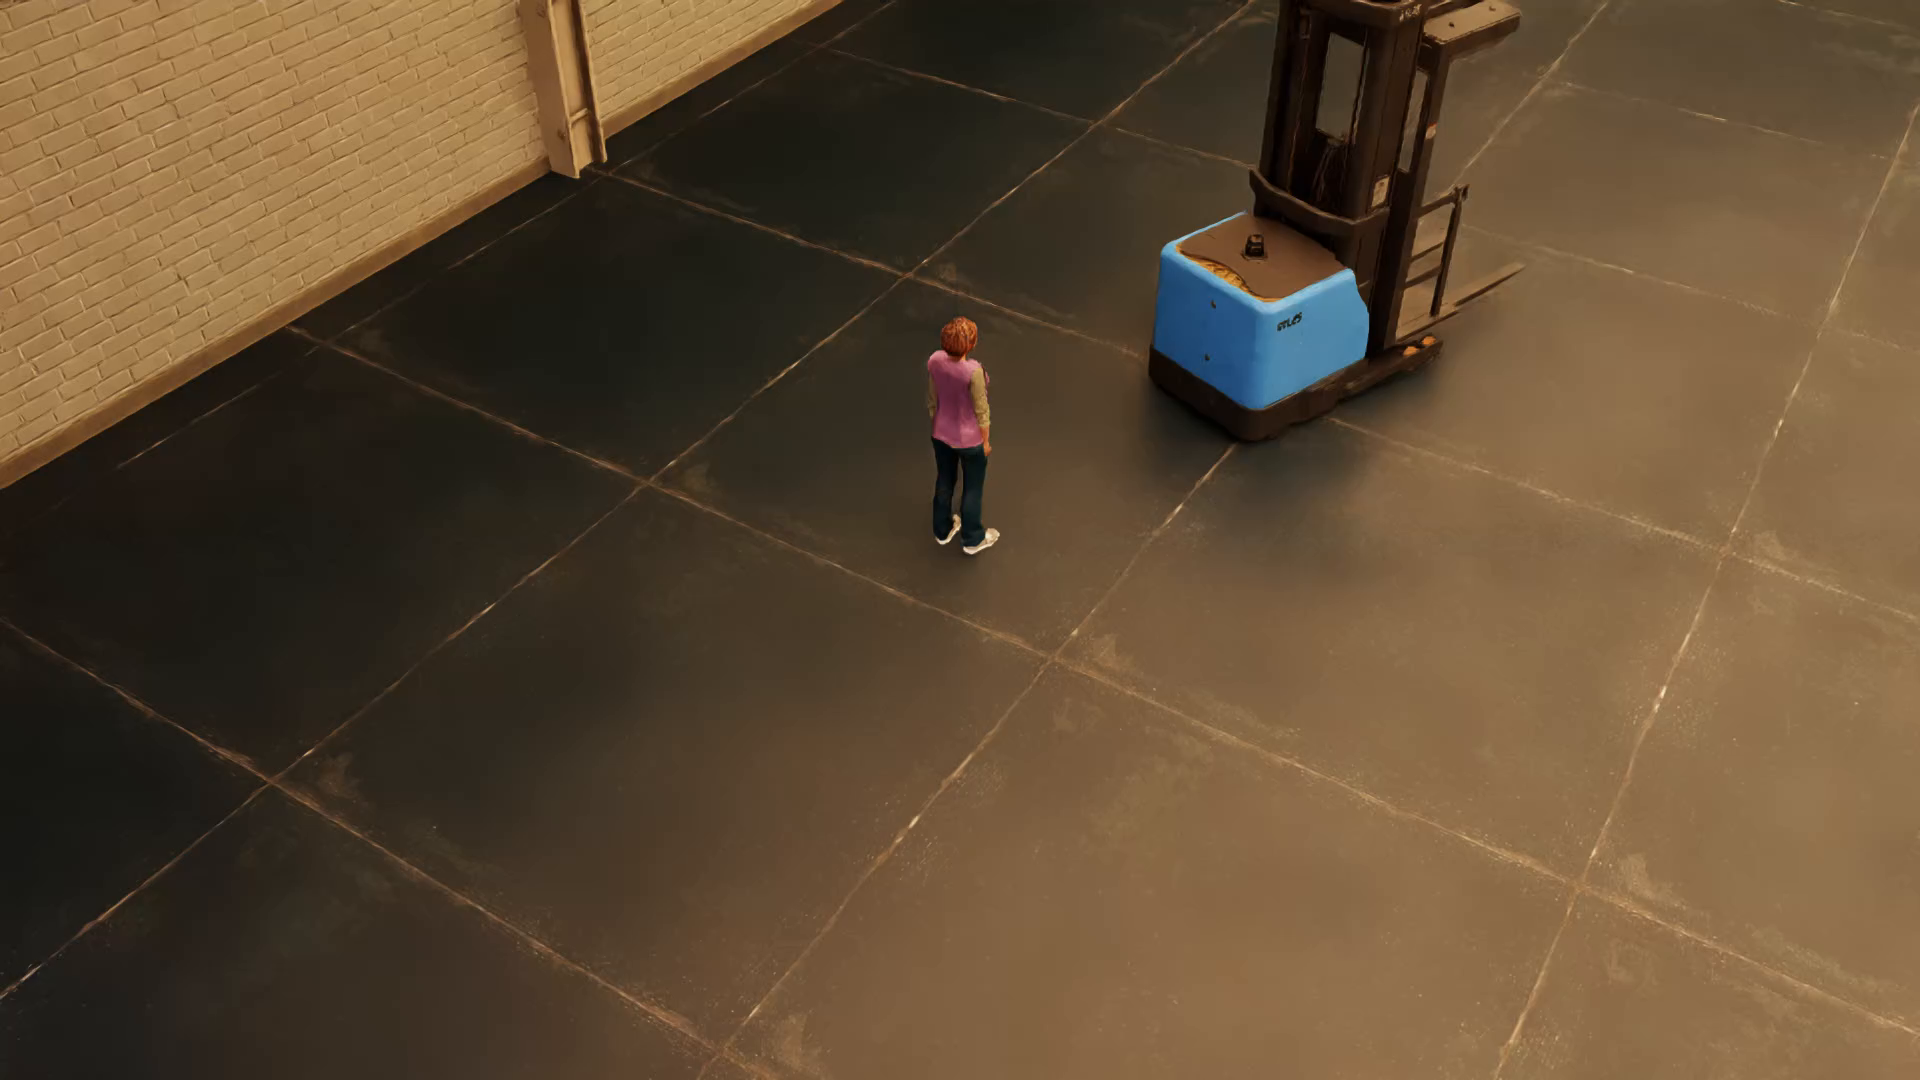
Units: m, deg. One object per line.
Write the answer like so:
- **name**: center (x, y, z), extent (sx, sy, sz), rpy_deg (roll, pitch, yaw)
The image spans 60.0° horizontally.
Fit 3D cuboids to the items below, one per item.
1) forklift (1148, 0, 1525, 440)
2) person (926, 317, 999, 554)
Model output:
- **forklift**: center (2.774, -2.553, 10.980), extent (3.031, 2.935, 1.130), rpy_deg (-26, 47, -28)
- **person**: center (0.005, -0.615, 9.723), extent (0.405, 1.604, 0.311), rpy_deg (22, 45, 24)
